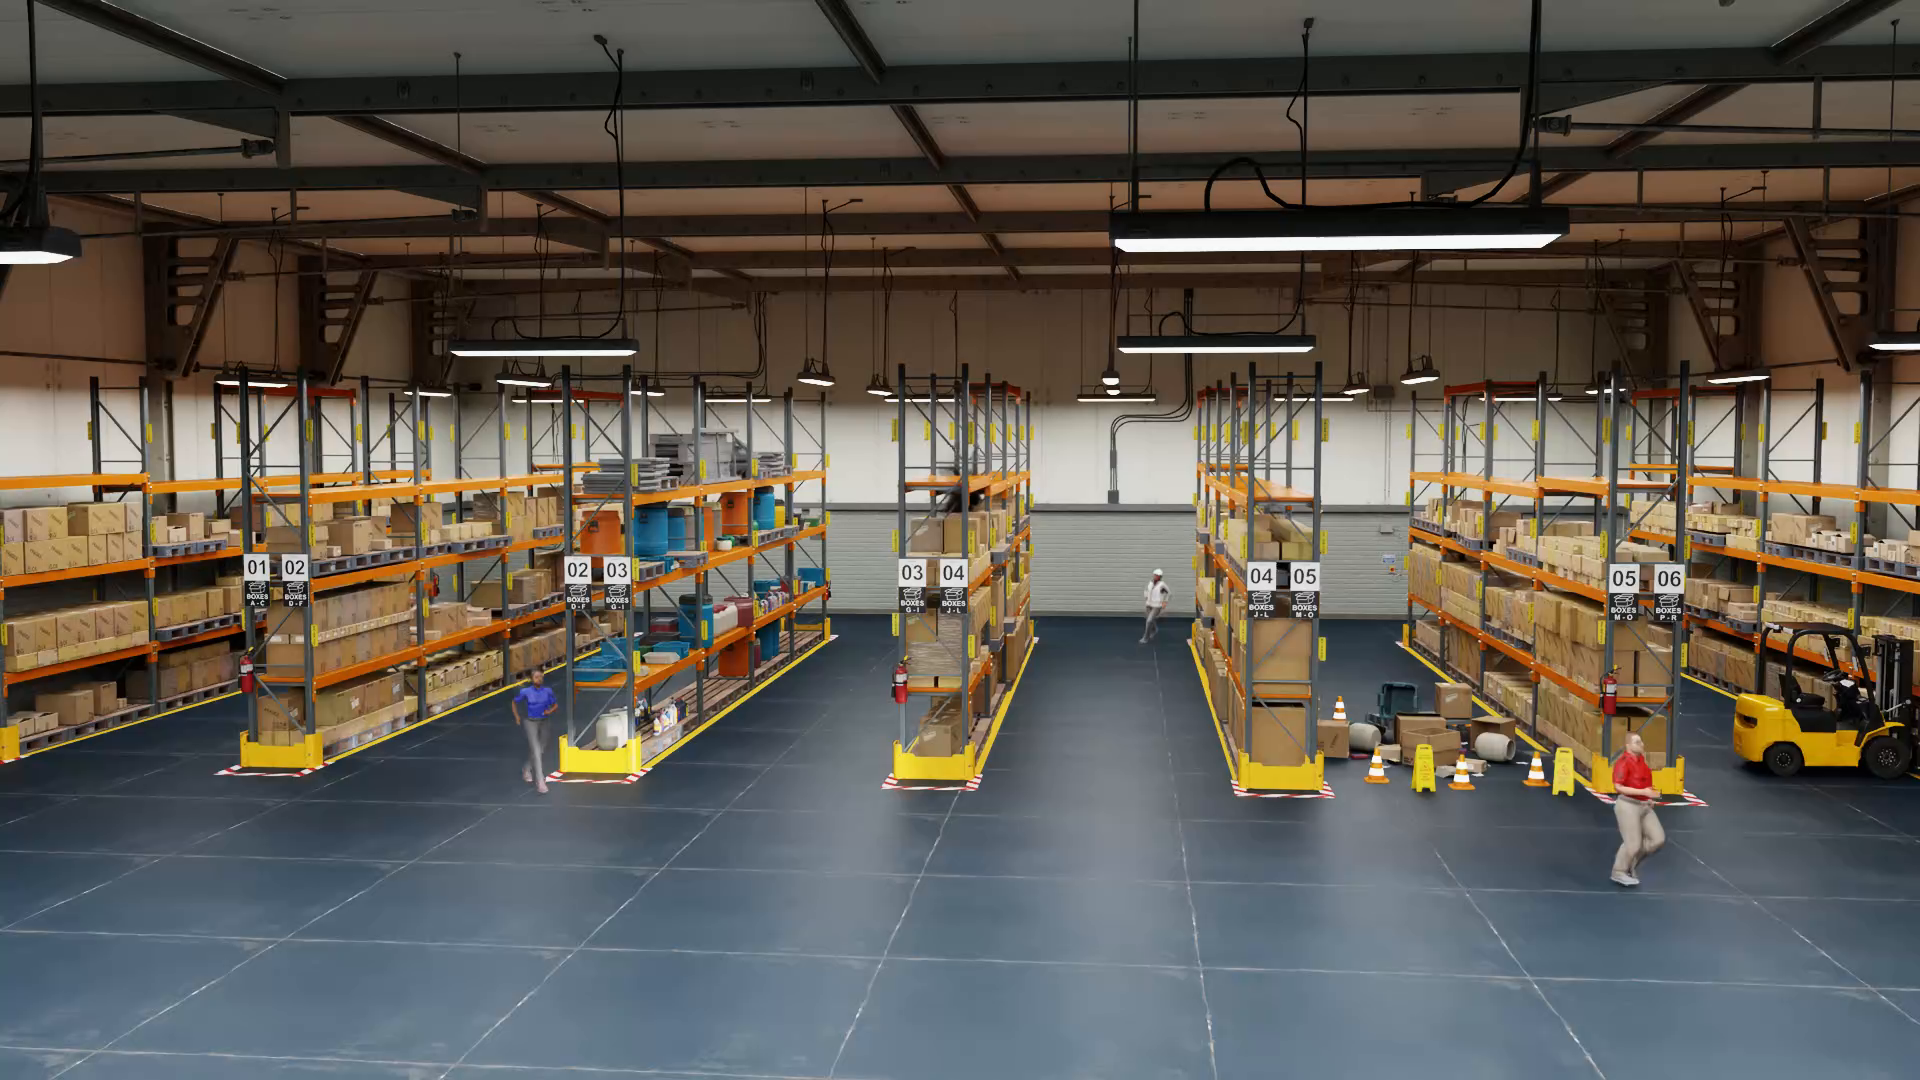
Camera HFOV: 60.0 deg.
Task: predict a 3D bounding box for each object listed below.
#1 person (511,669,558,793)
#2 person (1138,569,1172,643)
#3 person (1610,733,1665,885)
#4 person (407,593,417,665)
[{"bbox_3d":[-5.971,2.672,23.523,0.621,1.679,0.850,-3,5,-42],"label":"person"},{"bbox_3d":[4.669,1.568,39.698,0.727,1.759,0.881,3,5,41],"label":"person"},{"bbox_3d":[7.484,3.015,18.298,0.648,1.640,0.621,-3,5,-36],"label":"person"},{"bbox_3d":[-11.507,1.937,34.889,0.611,1.649,0.569,0,4,-1],"label":"person"}]
